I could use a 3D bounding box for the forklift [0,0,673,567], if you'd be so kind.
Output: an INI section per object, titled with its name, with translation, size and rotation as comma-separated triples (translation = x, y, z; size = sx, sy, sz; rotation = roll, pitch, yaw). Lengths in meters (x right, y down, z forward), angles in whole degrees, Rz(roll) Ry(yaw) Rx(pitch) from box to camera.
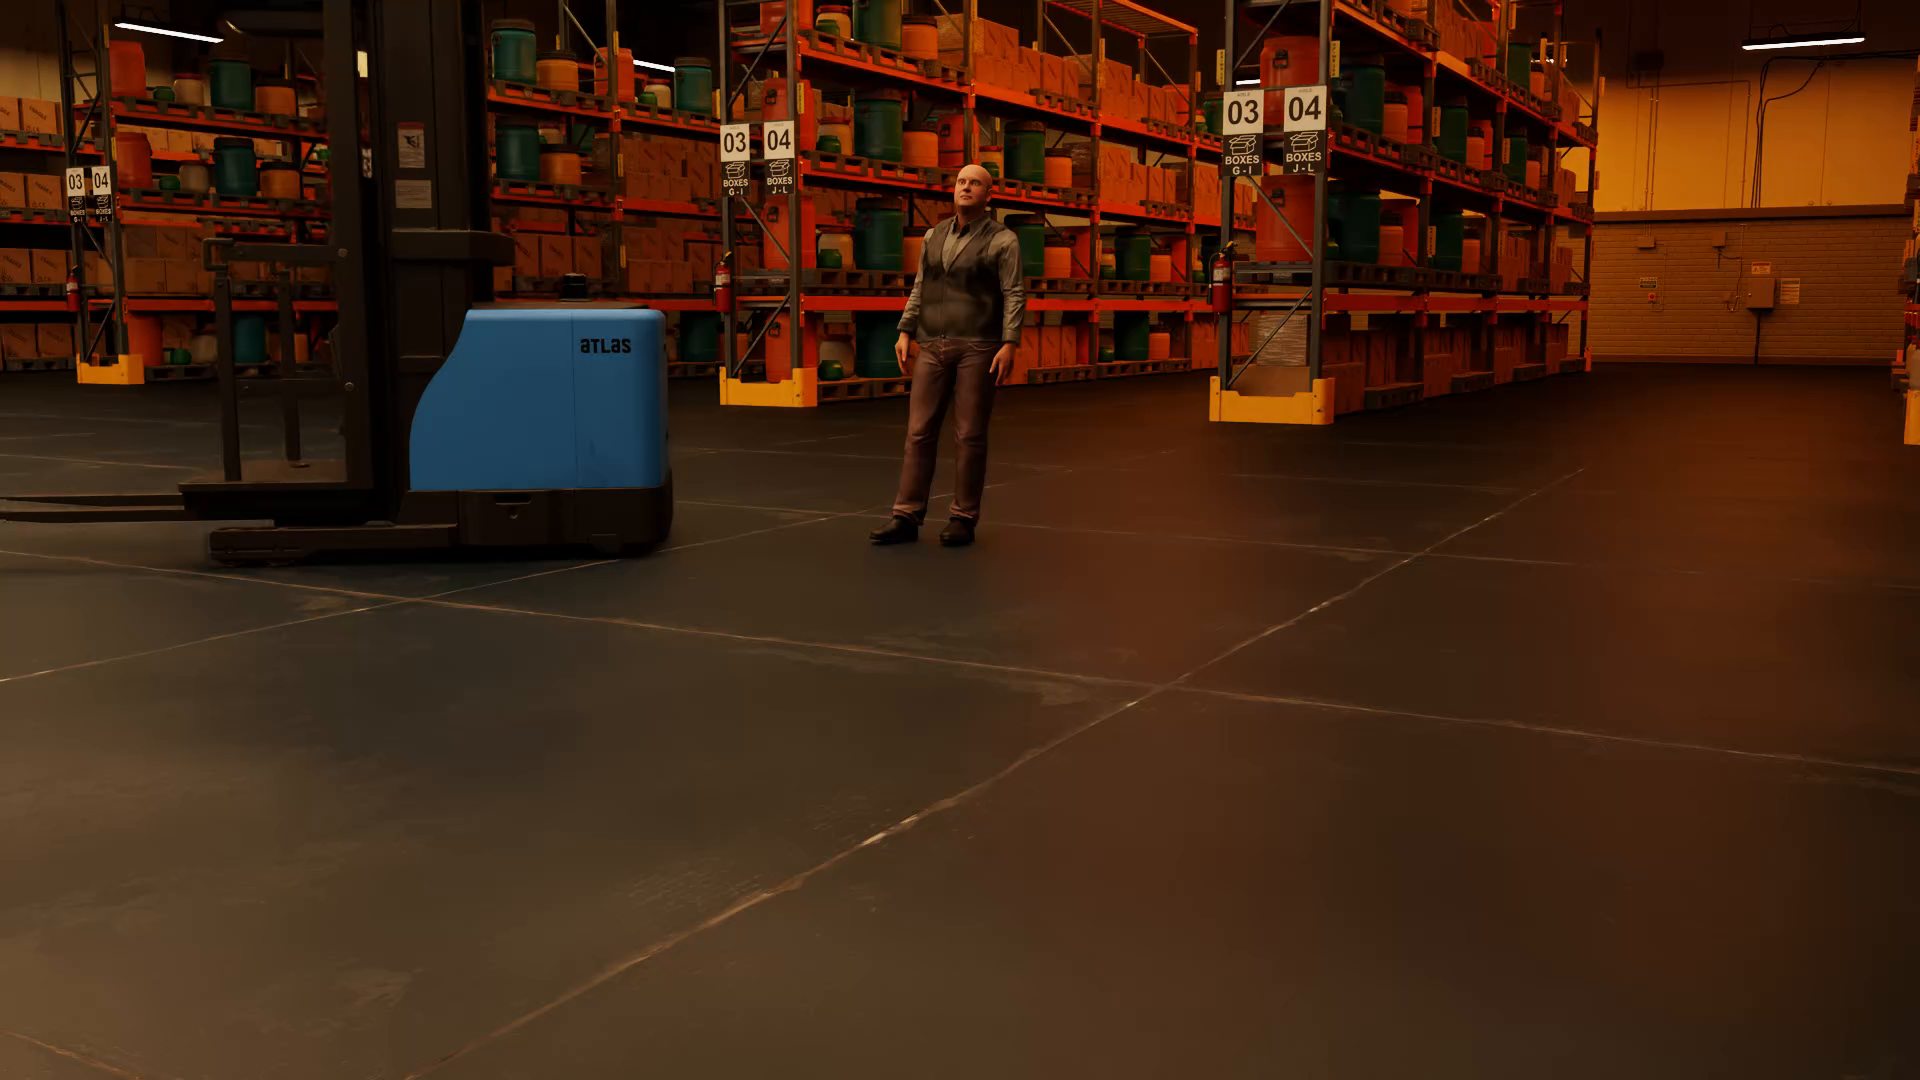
[forklift]
translation = -2.849, -1.414, 7.336
size = 3.031, 2.935, 1.130
rotation = -1, 8, -8

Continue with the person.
[person]
translation = -0.037, -0.853, 7.644
size = 0.633, 1.722, 0.566
rotation = 4, 9, 29
